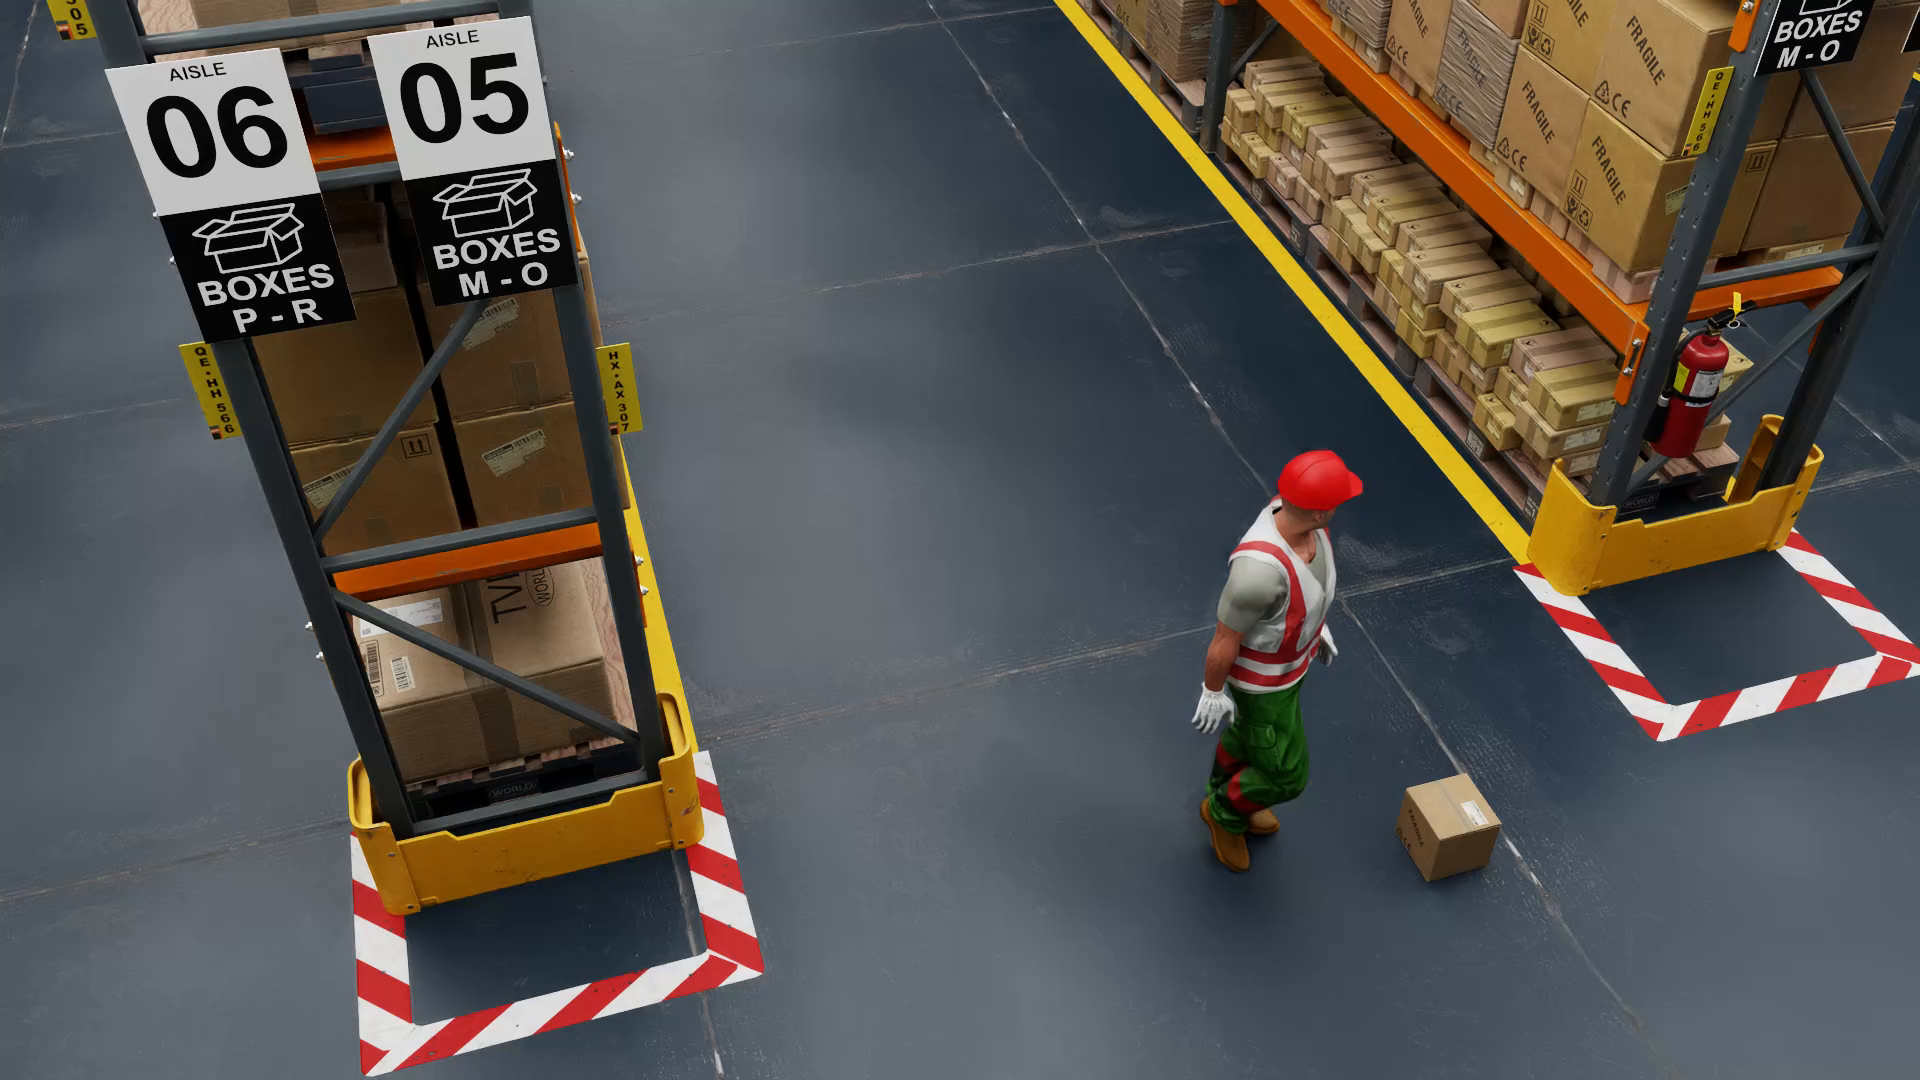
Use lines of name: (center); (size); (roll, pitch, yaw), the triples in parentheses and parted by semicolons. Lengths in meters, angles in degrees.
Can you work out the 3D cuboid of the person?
person: (1.075, 0.446, 5.633); (0.425, 1.812, 0.599); (22, 46, 23)
